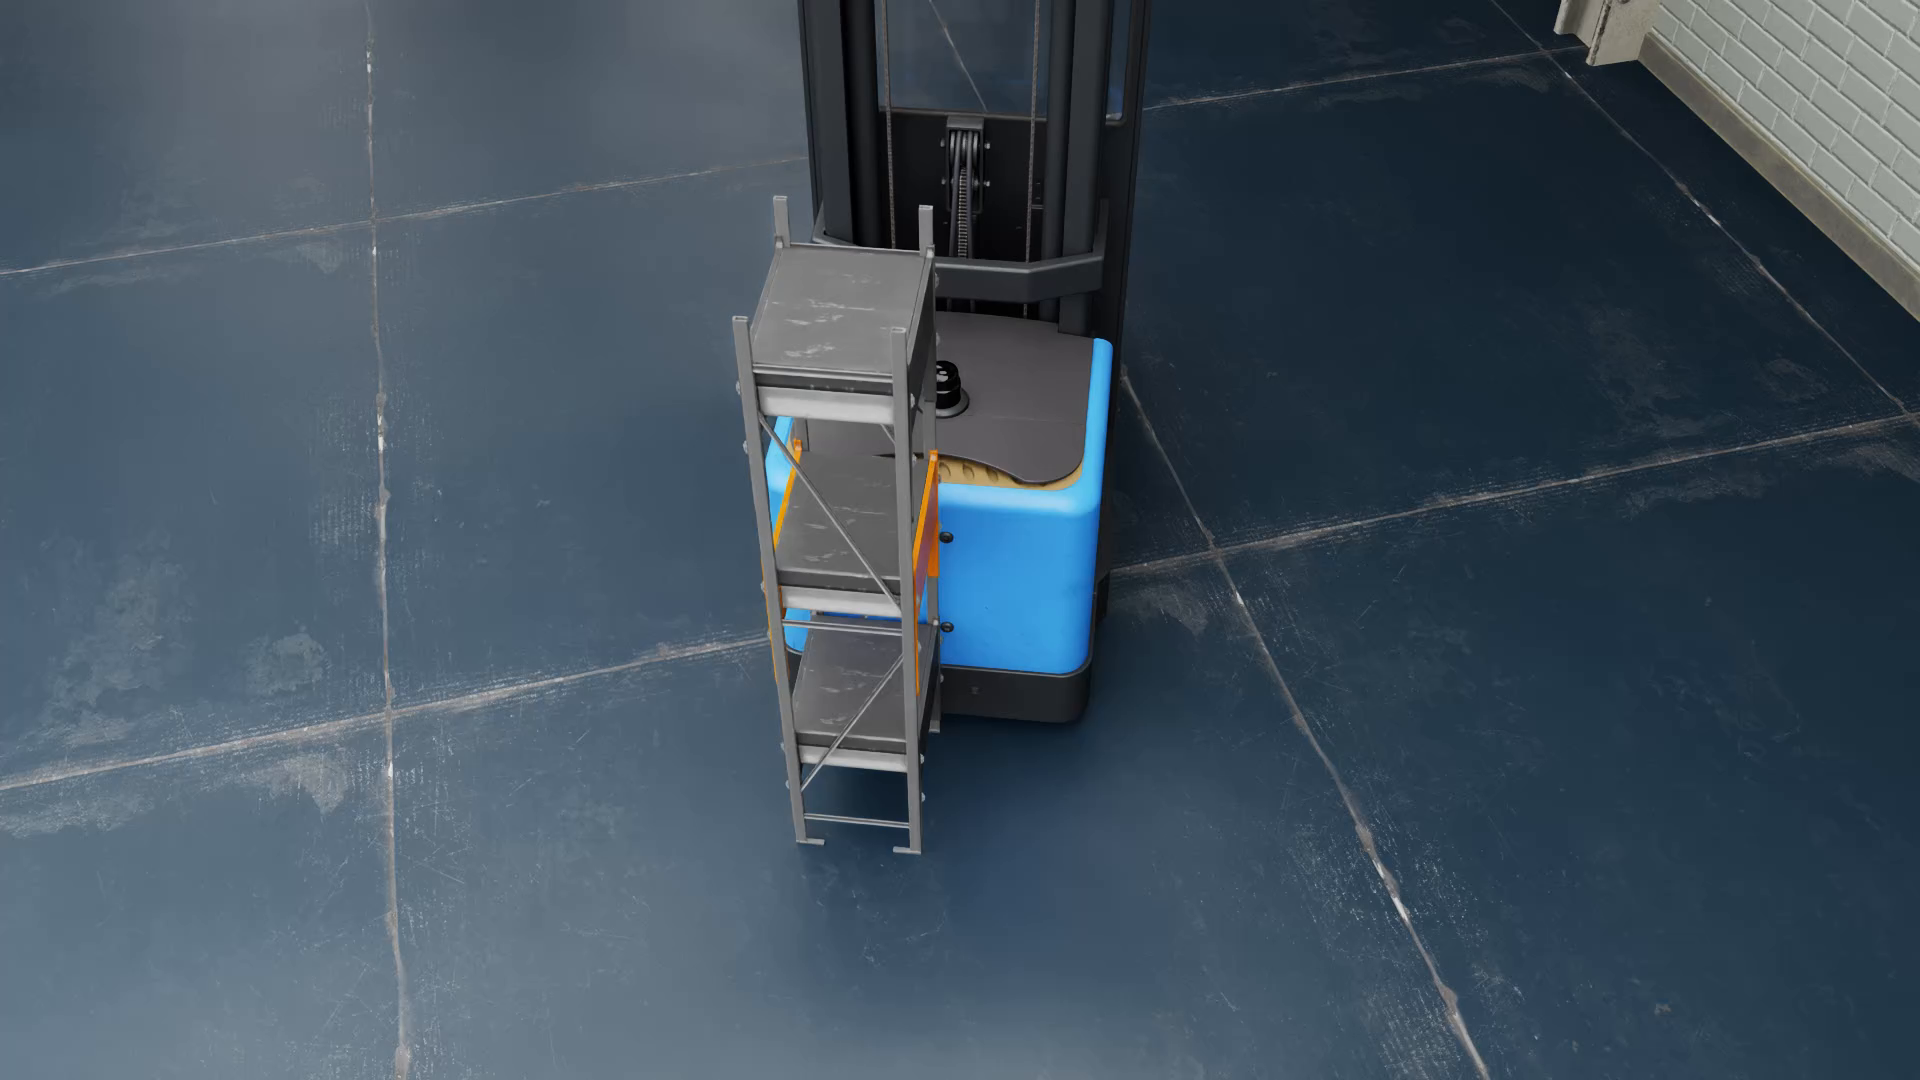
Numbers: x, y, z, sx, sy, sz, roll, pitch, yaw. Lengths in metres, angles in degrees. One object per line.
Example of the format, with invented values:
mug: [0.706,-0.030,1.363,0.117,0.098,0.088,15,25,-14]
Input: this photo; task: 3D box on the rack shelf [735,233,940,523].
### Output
rack shelf: [-0.294,-0.411,4.222,0.431,0.518,0.480,5,46,5]

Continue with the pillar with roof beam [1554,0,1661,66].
pillar with roof beam: [-0.774,-4.999,4.848,9.100,9.000,0.400,-11,47,-10]

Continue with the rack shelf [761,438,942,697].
rack shelf: [-0.294,0.079,4.722,0.431,0.518,0.480,5,46,5]

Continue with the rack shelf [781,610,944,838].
rack shelf: [-0.294,0.569,5.222,0.431,0.518,0.480,5,46,5]

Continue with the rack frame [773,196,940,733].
rack frame: [-0.266,-0.104,4.882,0.400,2.100,0.015,5,46,5]

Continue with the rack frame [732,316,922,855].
rack frame: [-0.322,0.242,4.542,0.400,2.100,0.015,5,46,5]

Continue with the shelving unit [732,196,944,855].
shelving unit: [-0.294,0.069,4.712,0.431,2.100,0.503,5,46,5]

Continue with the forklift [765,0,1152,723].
forklift: [0.071,-1.473,5.642,1.130,2.935,3.031,5,46,5]
